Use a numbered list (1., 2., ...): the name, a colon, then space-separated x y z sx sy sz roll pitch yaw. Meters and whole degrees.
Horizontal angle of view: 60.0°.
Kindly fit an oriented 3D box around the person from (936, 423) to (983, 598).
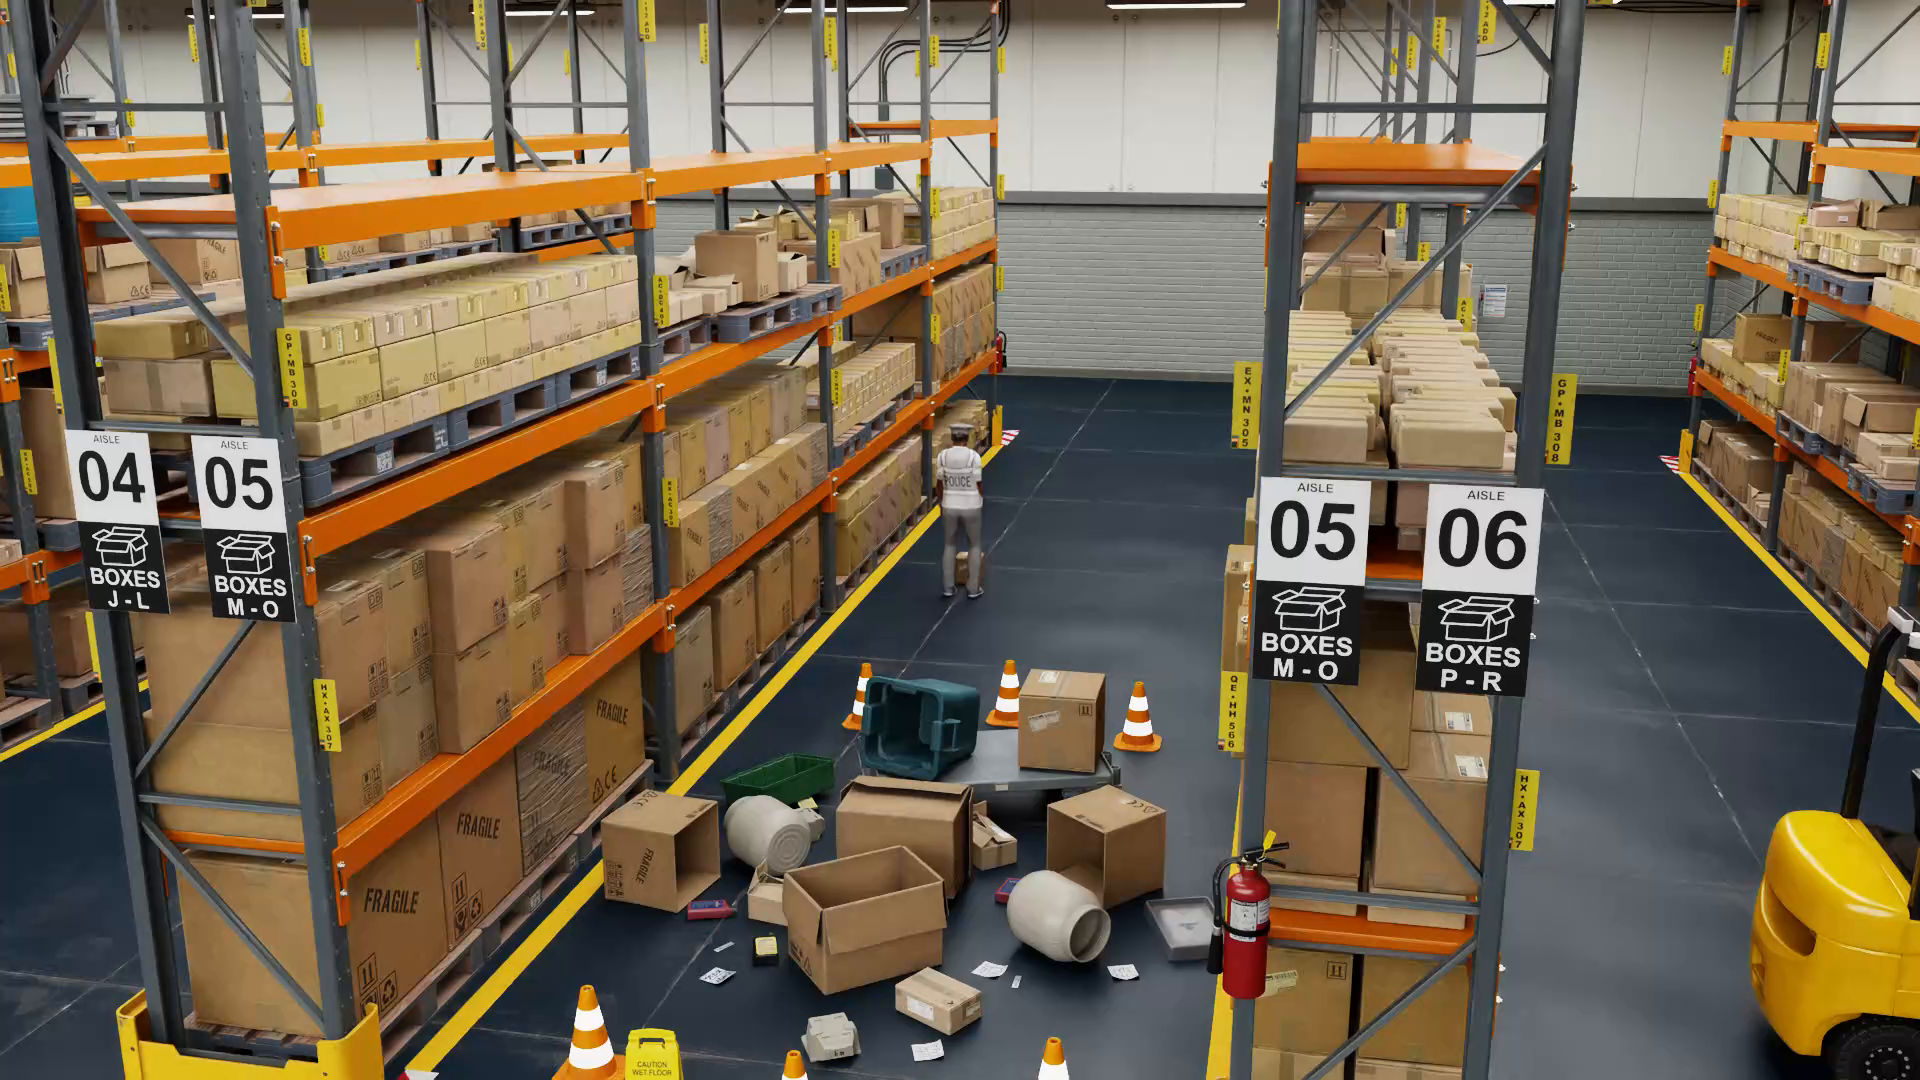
1. person: -0.004 -0.274 15.604 0.444 1.649 0.365 3 15 12
